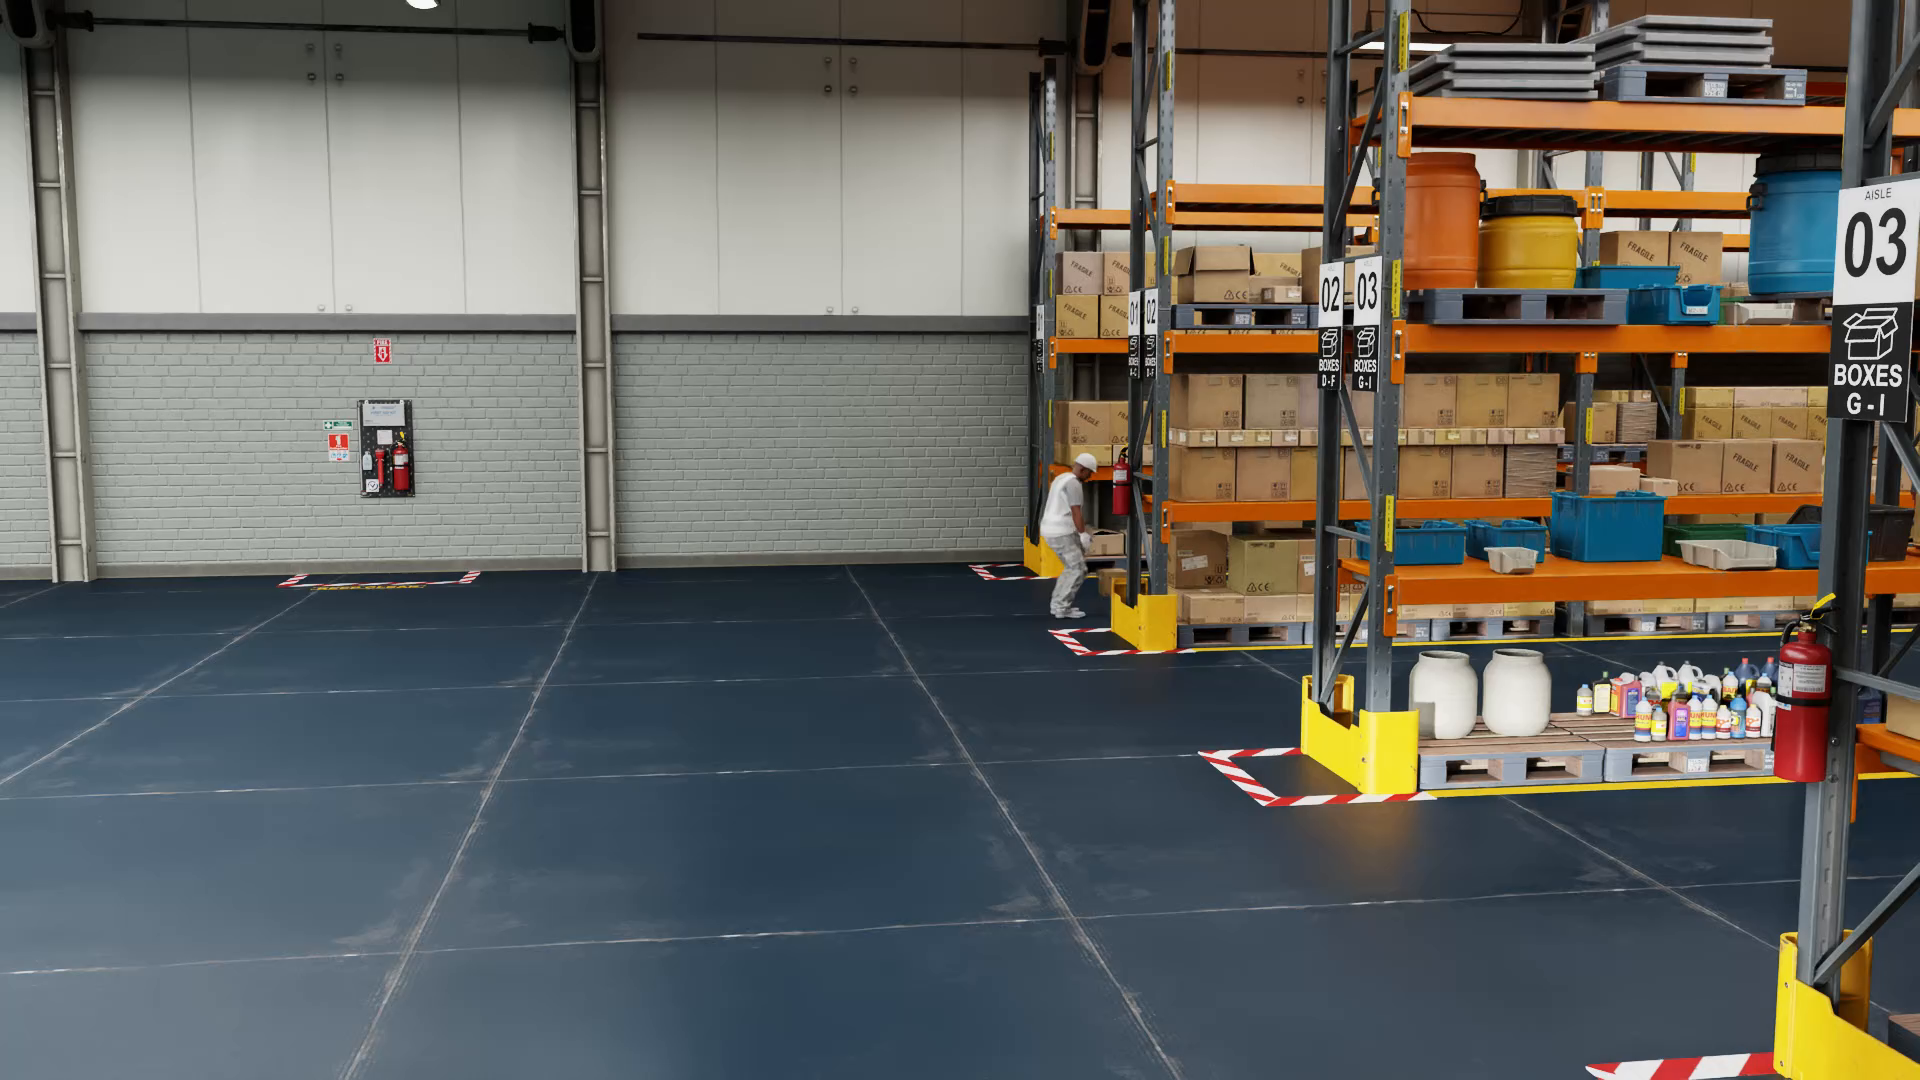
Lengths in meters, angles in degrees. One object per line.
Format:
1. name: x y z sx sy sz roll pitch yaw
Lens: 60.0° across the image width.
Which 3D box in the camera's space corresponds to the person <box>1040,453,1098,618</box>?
1. person: 1.098 -0.055 16.746 0.584 1.644 0.594 -1 6 -8
